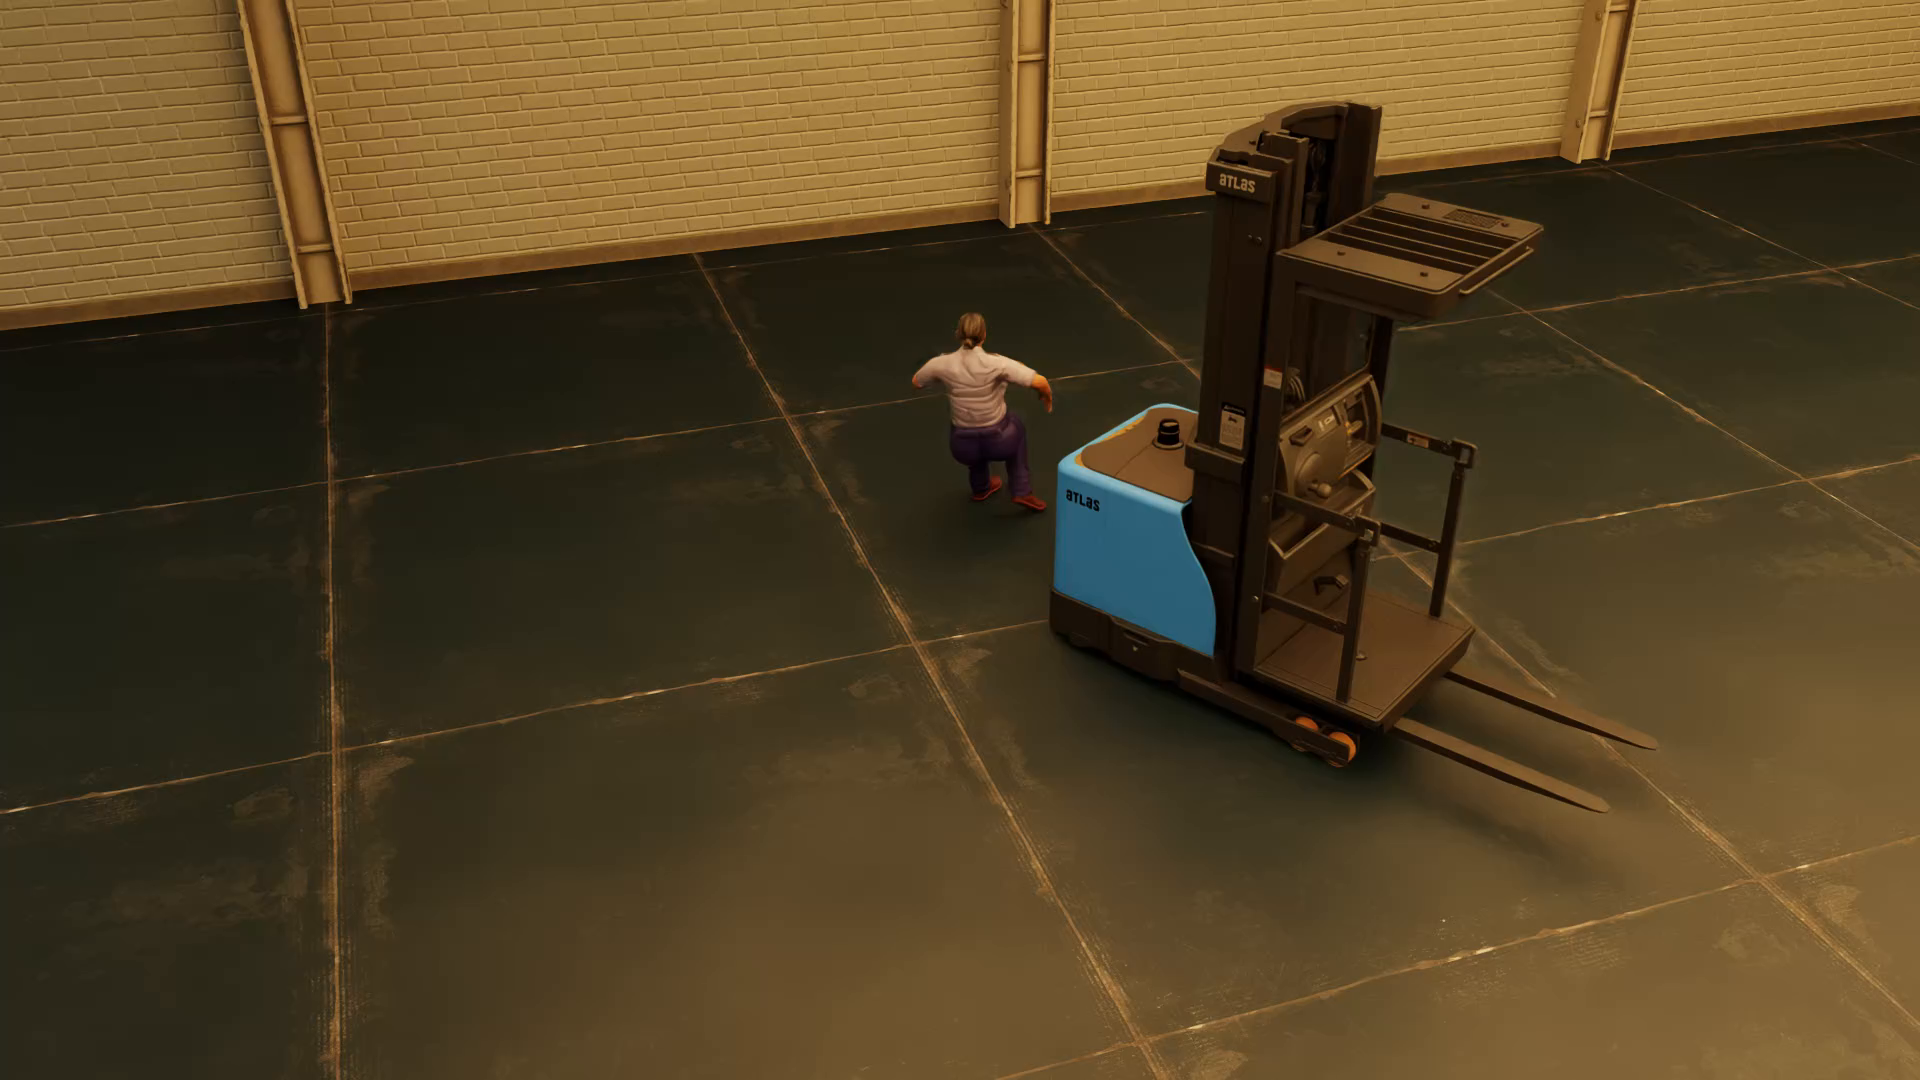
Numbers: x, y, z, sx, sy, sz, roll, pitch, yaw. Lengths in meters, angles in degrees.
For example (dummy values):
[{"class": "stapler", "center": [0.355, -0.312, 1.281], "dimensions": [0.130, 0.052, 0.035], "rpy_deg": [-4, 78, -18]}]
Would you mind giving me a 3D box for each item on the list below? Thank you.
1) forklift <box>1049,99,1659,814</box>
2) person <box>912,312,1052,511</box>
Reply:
[{"class": "forklift", "center": [1.946, -0.464, 7.894], "dimensions": [3.031, 2.935, 1.130], "rpy_deg": [23, 37, 34]}, {"class": "person", "center": [0.140, -0.779, 9.983], "dimensions": [0.826, 1.410, 0.791], "rpy_deg": [2, 30, 4]}]
